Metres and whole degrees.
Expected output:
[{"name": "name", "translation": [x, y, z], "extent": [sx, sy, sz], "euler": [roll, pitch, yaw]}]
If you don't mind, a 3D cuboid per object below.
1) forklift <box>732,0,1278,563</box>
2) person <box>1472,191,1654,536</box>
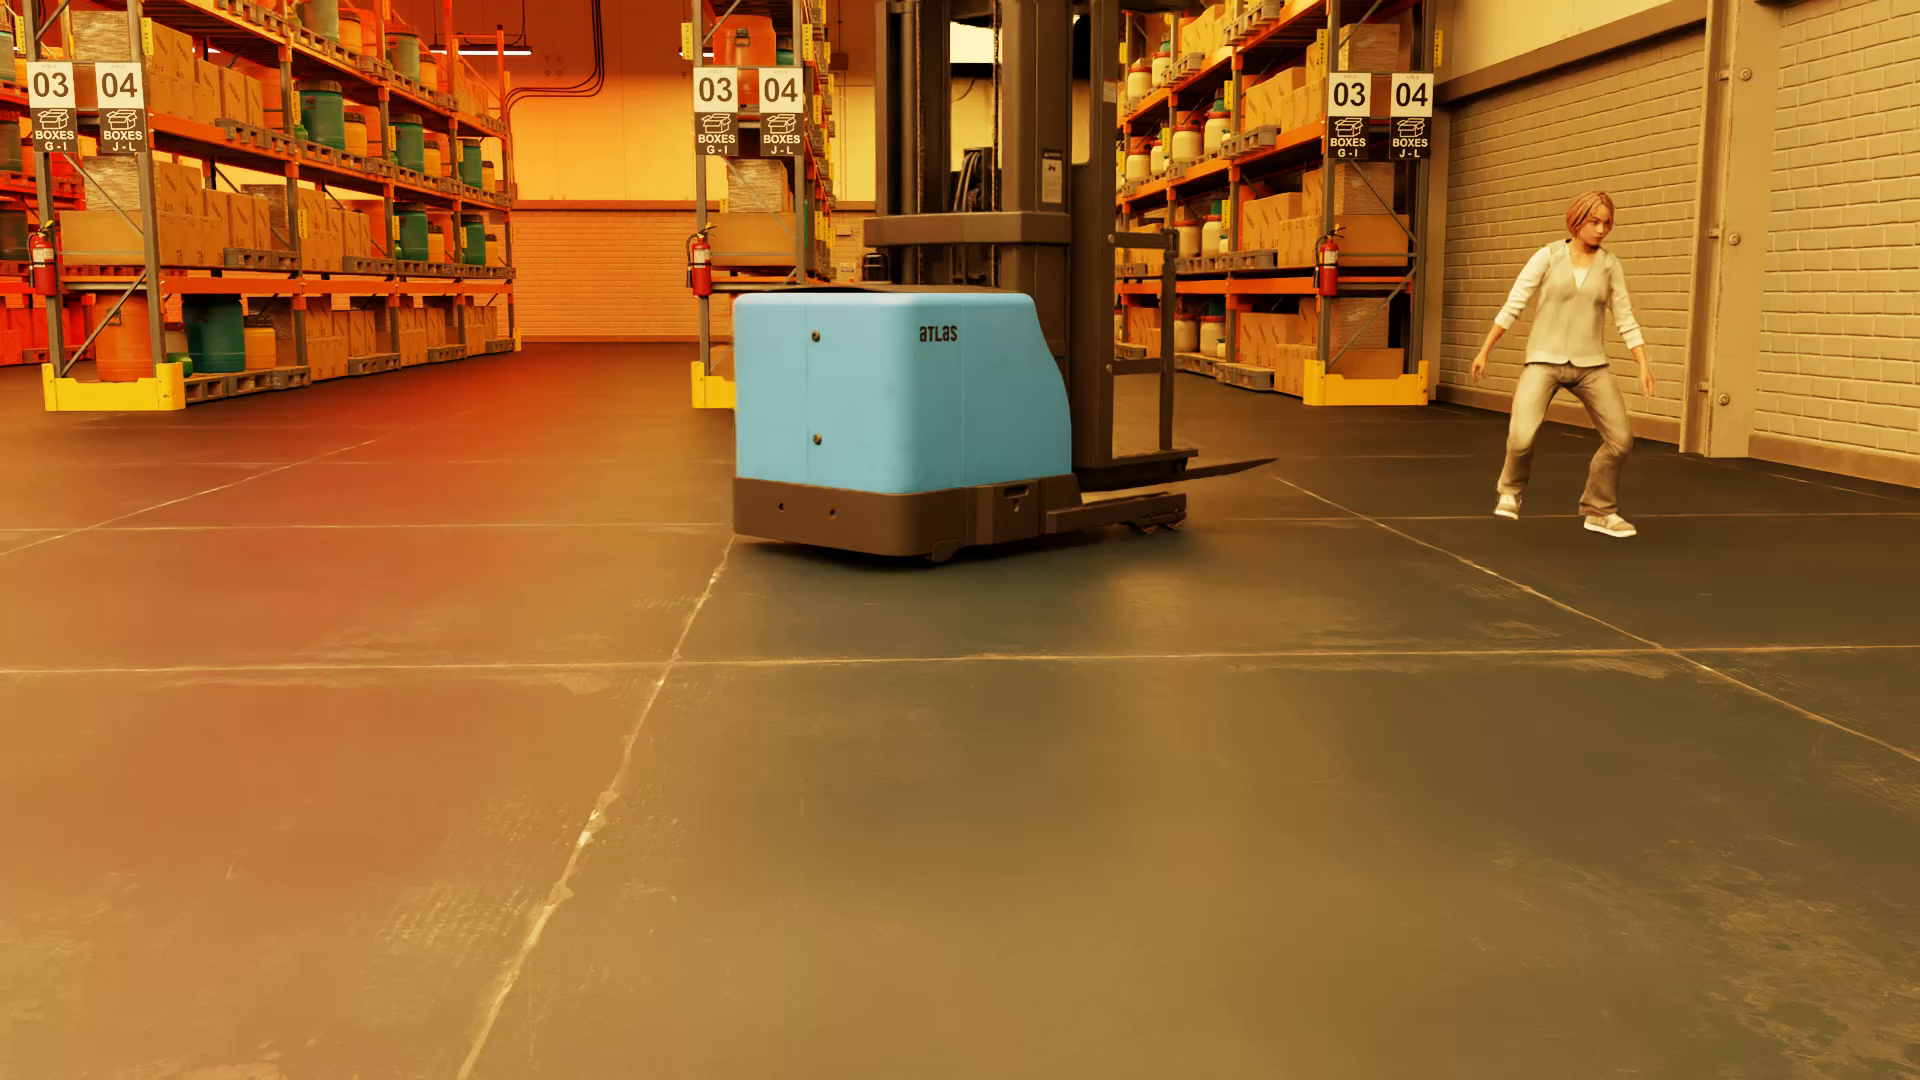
[{"name": "forklift", "translation": [0.400, -1.525, 7.604], "extent": [1.130, 2.935, 3.031], "euler": [8, 11, 42]}, {"name": "person", "translation": [2.668, -0.768, 7.369], "extent": [0.754, 1.512, 0.450], "euler": [2, 9, 12]}]
